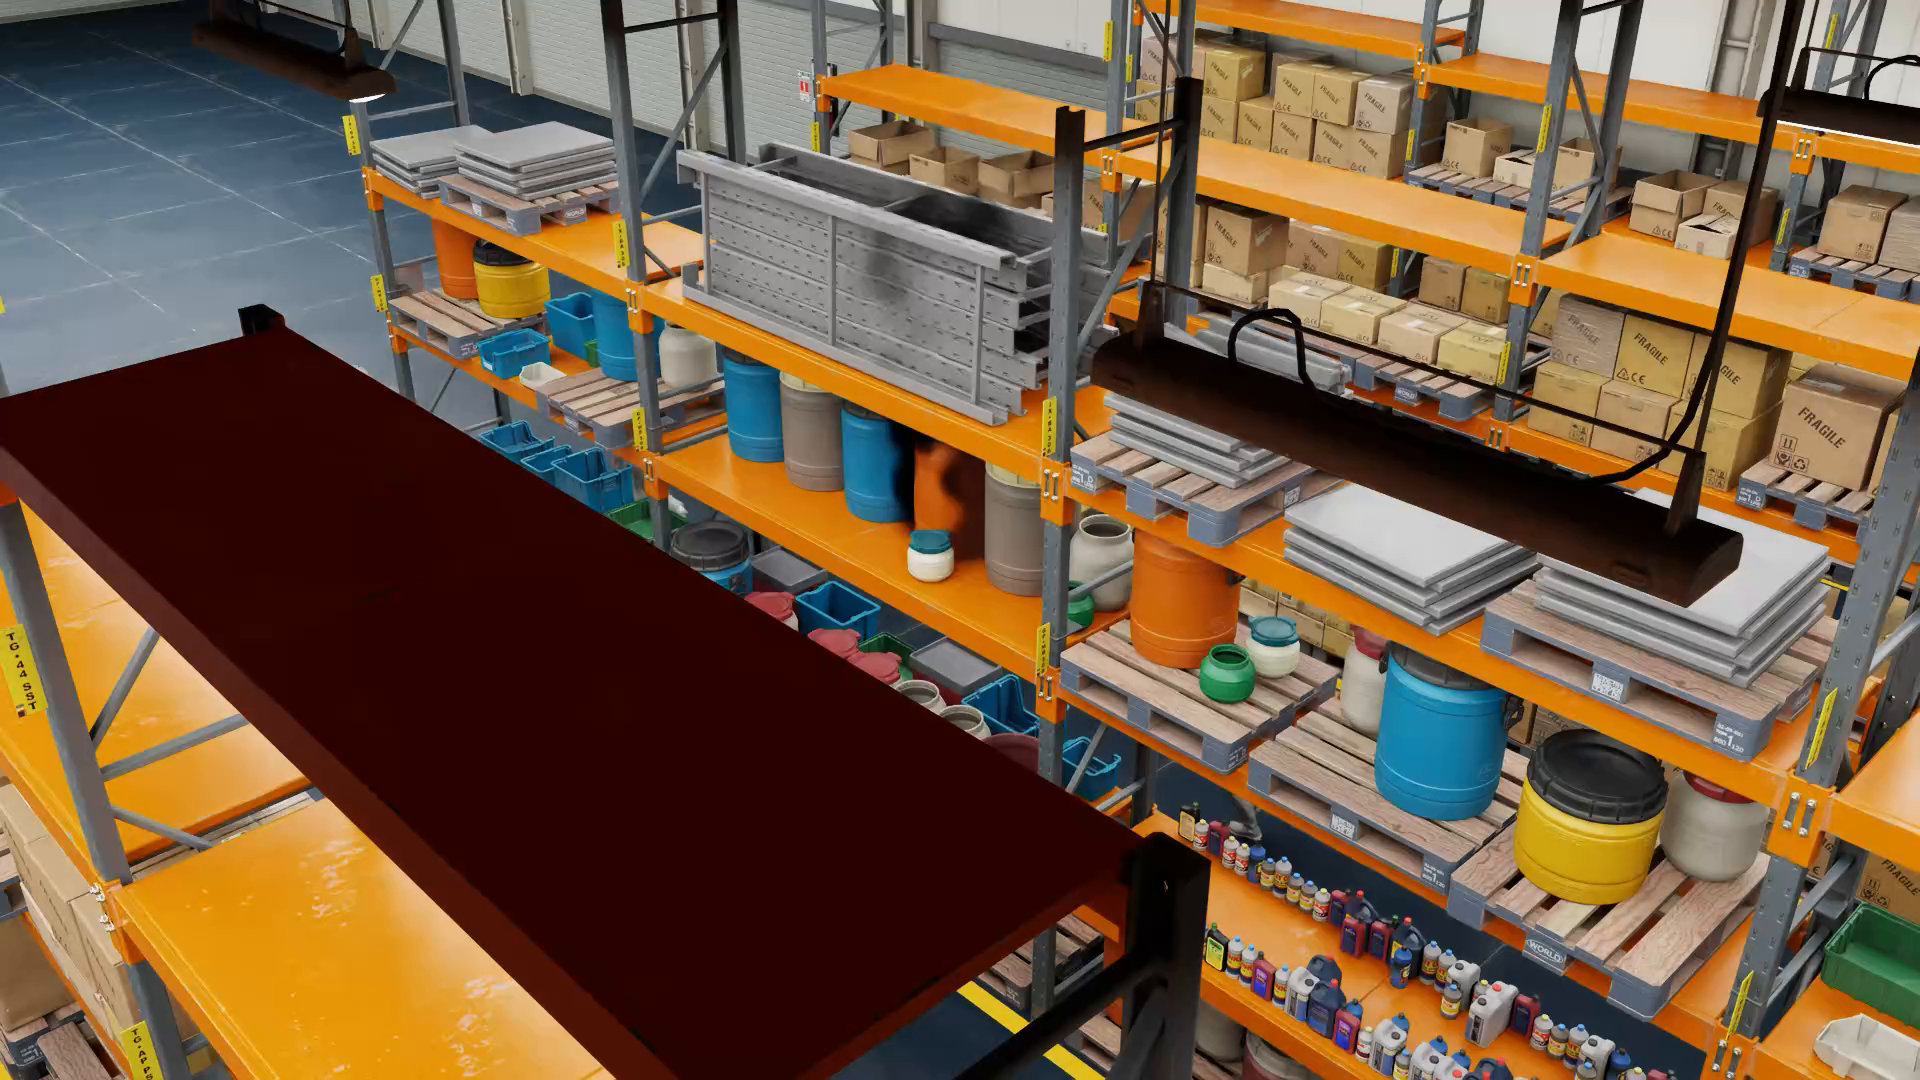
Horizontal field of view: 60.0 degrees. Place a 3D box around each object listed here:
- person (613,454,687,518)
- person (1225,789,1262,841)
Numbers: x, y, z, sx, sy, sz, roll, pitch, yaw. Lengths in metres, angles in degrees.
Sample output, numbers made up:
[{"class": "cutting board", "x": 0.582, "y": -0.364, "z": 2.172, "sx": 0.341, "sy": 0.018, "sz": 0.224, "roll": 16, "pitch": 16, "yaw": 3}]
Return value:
[{"class": "person", "x": -3.170, "y": -0.750, "z": 16.548, "sx": 0.667, "sy": 1.634, "sz": 0.601, "roll": 19, "pitch": 34, "yaw": 32}, {"class": "person", "x": 2.064, "y": 1.464, "z": 12.368, "sx": 0.555, "sy": 1.651, "sz": 0.599, "roll": 20, "pitch": 34, "yaw": 33}]
